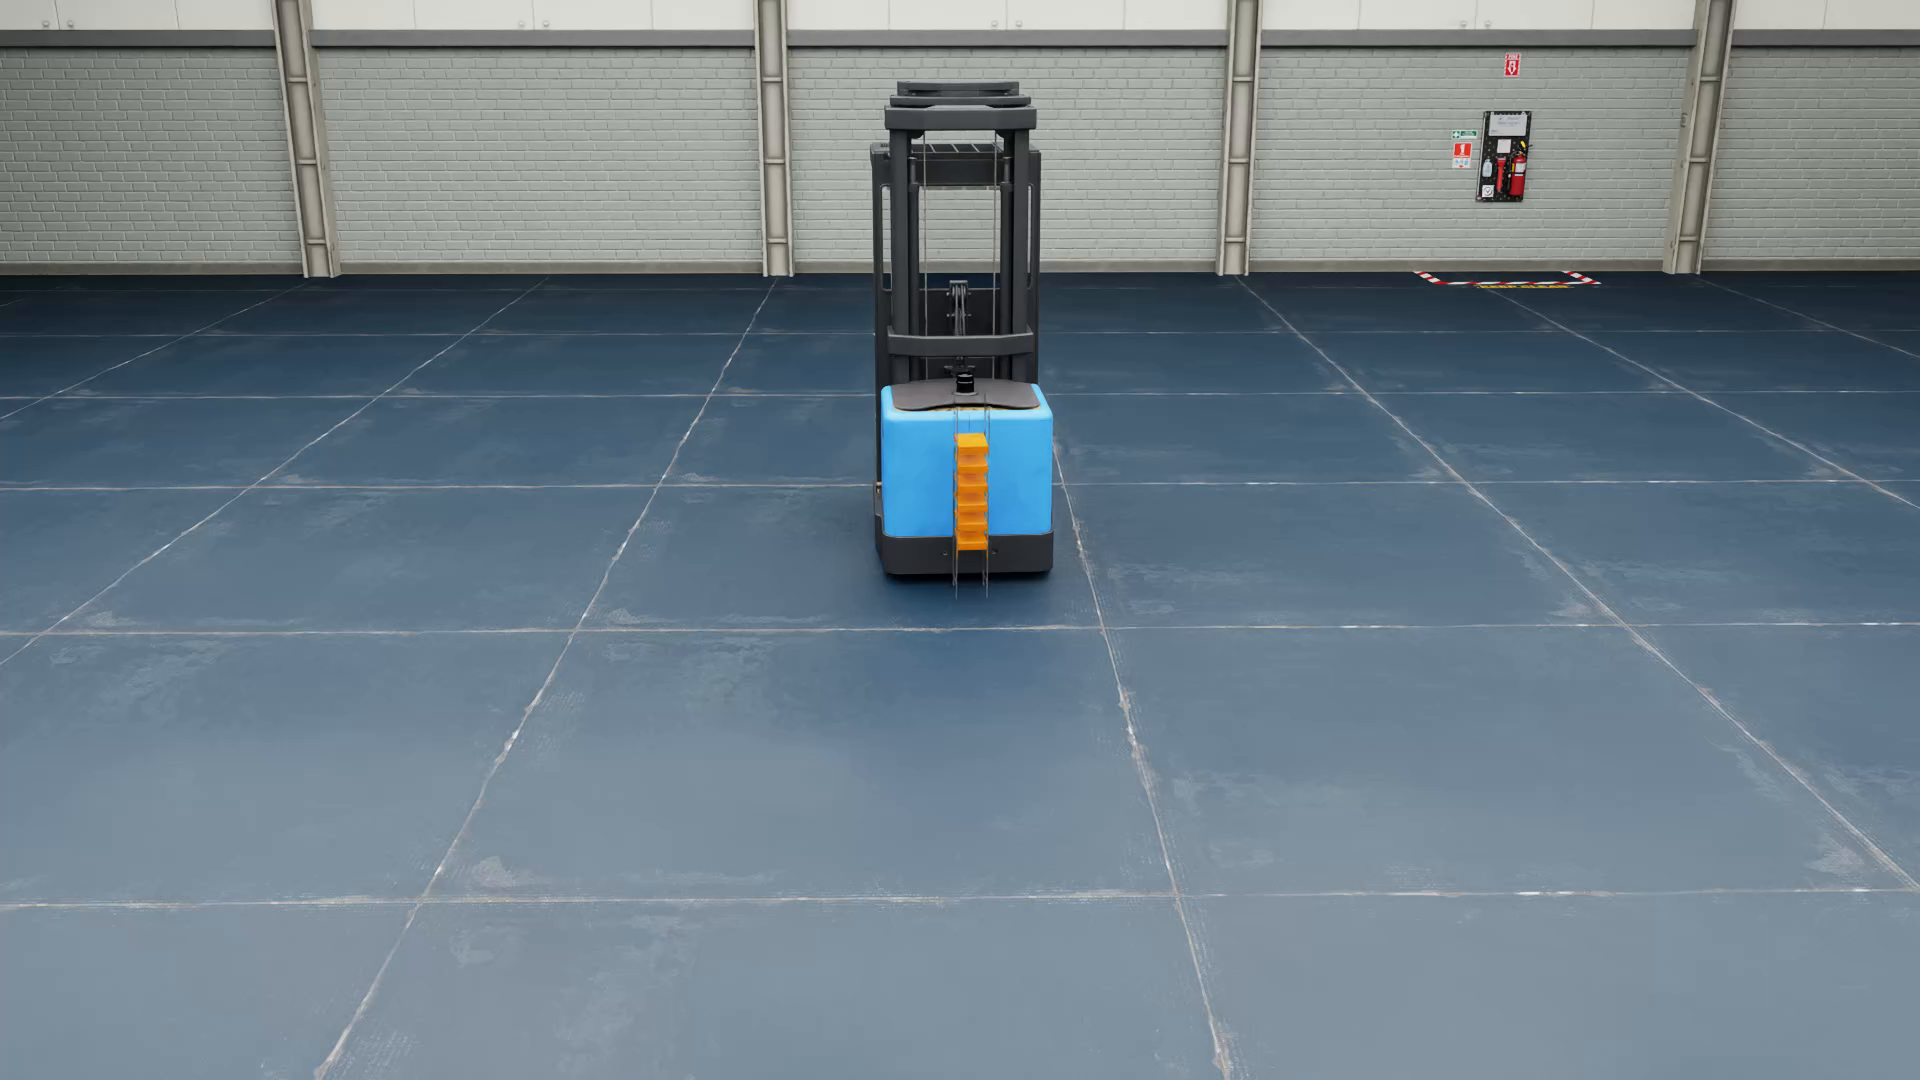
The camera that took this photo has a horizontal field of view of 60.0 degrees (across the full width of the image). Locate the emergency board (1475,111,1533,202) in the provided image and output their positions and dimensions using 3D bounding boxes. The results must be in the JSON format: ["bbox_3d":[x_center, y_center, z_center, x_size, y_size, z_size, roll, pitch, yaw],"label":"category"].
[{"bbox_3d":[7.136,-4.997,21.713,0.643,1.169,0.194,0,18,-1],"label":"emergency board"}]

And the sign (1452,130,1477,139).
[{"bbox_3d":[6.586,-5.292,21.708,0.331,0.109,0.001,0,18,-1],"label":"sign"}]

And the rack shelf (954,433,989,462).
[{"bbox_3d":[0.065,-0.543,9.719,0.180,0.103,0.258,-2,22,-5],"label":"rack shelf"}]

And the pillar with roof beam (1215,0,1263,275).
[{"bbox_3d":[3.676,-6.510,16.608,0.400,9.000,9.100,0,18,-1],"label":"pillar with roof beam"}]

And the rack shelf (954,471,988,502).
[{"bbox_3d":[0.064,-0.321,9.808,0.180,0.103,0.258,-2,22,-5],"label":"rack shelf"}]

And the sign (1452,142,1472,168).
[{"bbox_3d":[6.582,-5.042,21.797,0.234,0.329,0.001,0,18,-1],"label":"sign"}]

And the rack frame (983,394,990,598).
[{"bbox_3d":[0.154,-0.253,9.844,0.006,1.200,0.240,-2,22,-5],"label":"rack frame"}]

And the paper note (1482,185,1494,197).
[{"bbox_3d":[6.958,-4.597,21.910,0.142,0.148,0.016,0,18,-1],"label":"paper note"}]

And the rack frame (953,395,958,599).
[{"bbox_3d":[-0.028,-0.248,9.828,0.006,1.200,0.240,-2,22,-5],"label":"rack frame"}]

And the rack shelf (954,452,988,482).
[{"bbox_3d":[0.064,-0.432,9.764,0.180,0.103,0.258,-2,22,-5],"label":"rack shelf"}]

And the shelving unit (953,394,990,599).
[{"bbox_3d":[0.063,-0.250,9.836,0.189,1.200,0.258,-2,22,-5],"label":"shelving unit"}]

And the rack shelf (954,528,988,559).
[{"bbox_3d":[0.062,0.014,9.942,0.180,0.103,0.258,-2,22,-5],"label":"rack shelf"}]

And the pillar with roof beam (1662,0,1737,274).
[{"bbox_3d":[9.676,-6.539,16.698,0.400,9.000,9.100,0,18,-1],"label":"pillar with roof beam"}]

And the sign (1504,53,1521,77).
[{"bbox_3d":[7.126,-6.131,21.453,0.199,0.298,0.001,0,18,-1],"label":"sign"}]

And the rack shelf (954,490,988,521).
[{"bbox_3d":[0.063,-0.209,9.853,0.180,0.103,0.258,-2,22,-5],"label":"rack shelf"}]

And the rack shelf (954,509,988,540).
[{"bbox_3d":[0.062,-0.098,9.897,0.180,0.103,0.258,-2,22,-5],"label":"rack shelf"}]

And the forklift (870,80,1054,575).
[{"bbox_3d":[-0.040,-1.585,11.191,1.130,2.935,3.031,-1,18,-4],"label":"forklift"}]

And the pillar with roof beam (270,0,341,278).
[{"bbox_3d":[-8.322,-6.452,16.428,0.400,9.000,9.100,0,18,-1],"label":"pillar with roof beam"}]

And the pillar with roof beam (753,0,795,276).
[{"bbox_3d":[-2.323,-6.481,16.518,0.400,9.000,9.100,0,18,-1],"label":"pillar with roof beam"}]
